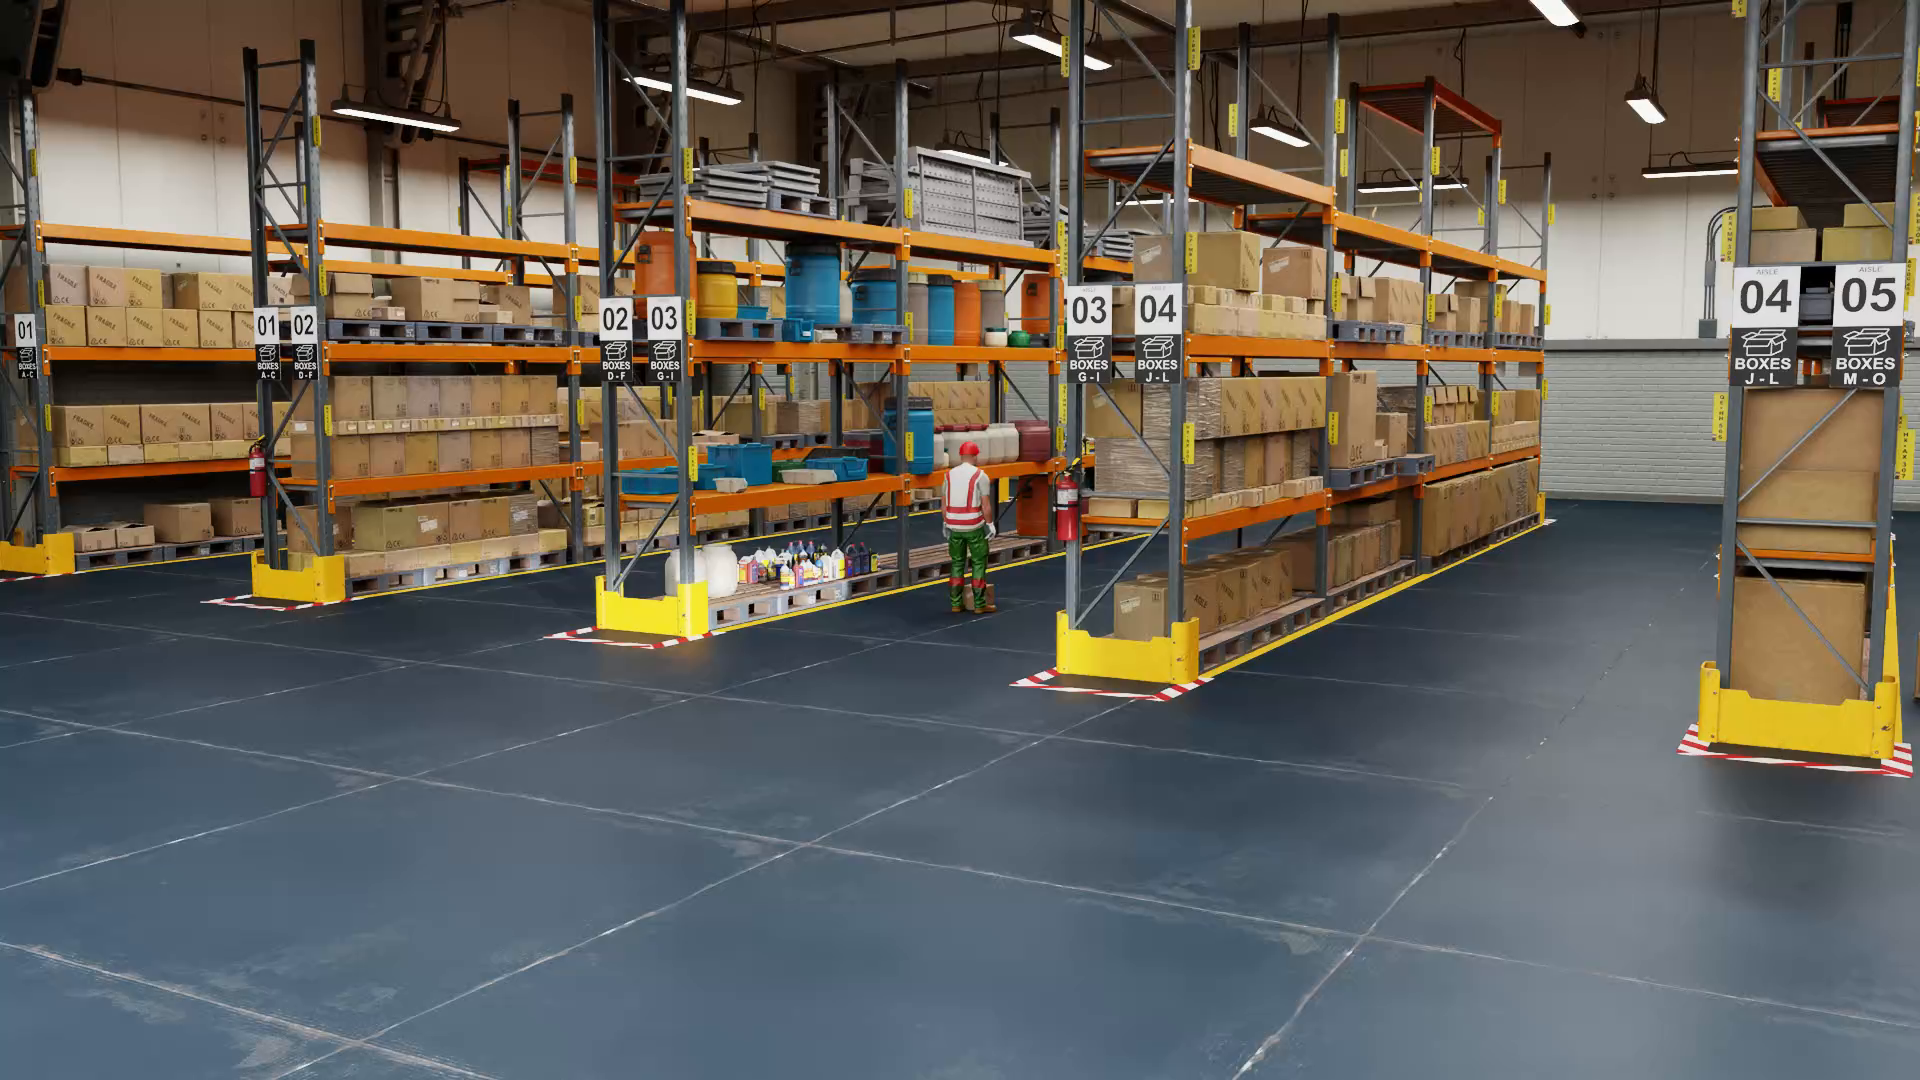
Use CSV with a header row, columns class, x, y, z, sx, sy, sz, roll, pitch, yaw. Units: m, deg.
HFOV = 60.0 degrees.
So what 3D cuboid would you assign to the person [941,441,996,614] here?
class,x,y,z,sx,sy,sz,roll,pitch,yaw
person,0.088,-0.136,17.328,0.607,1.780,0.449,3,7,28
